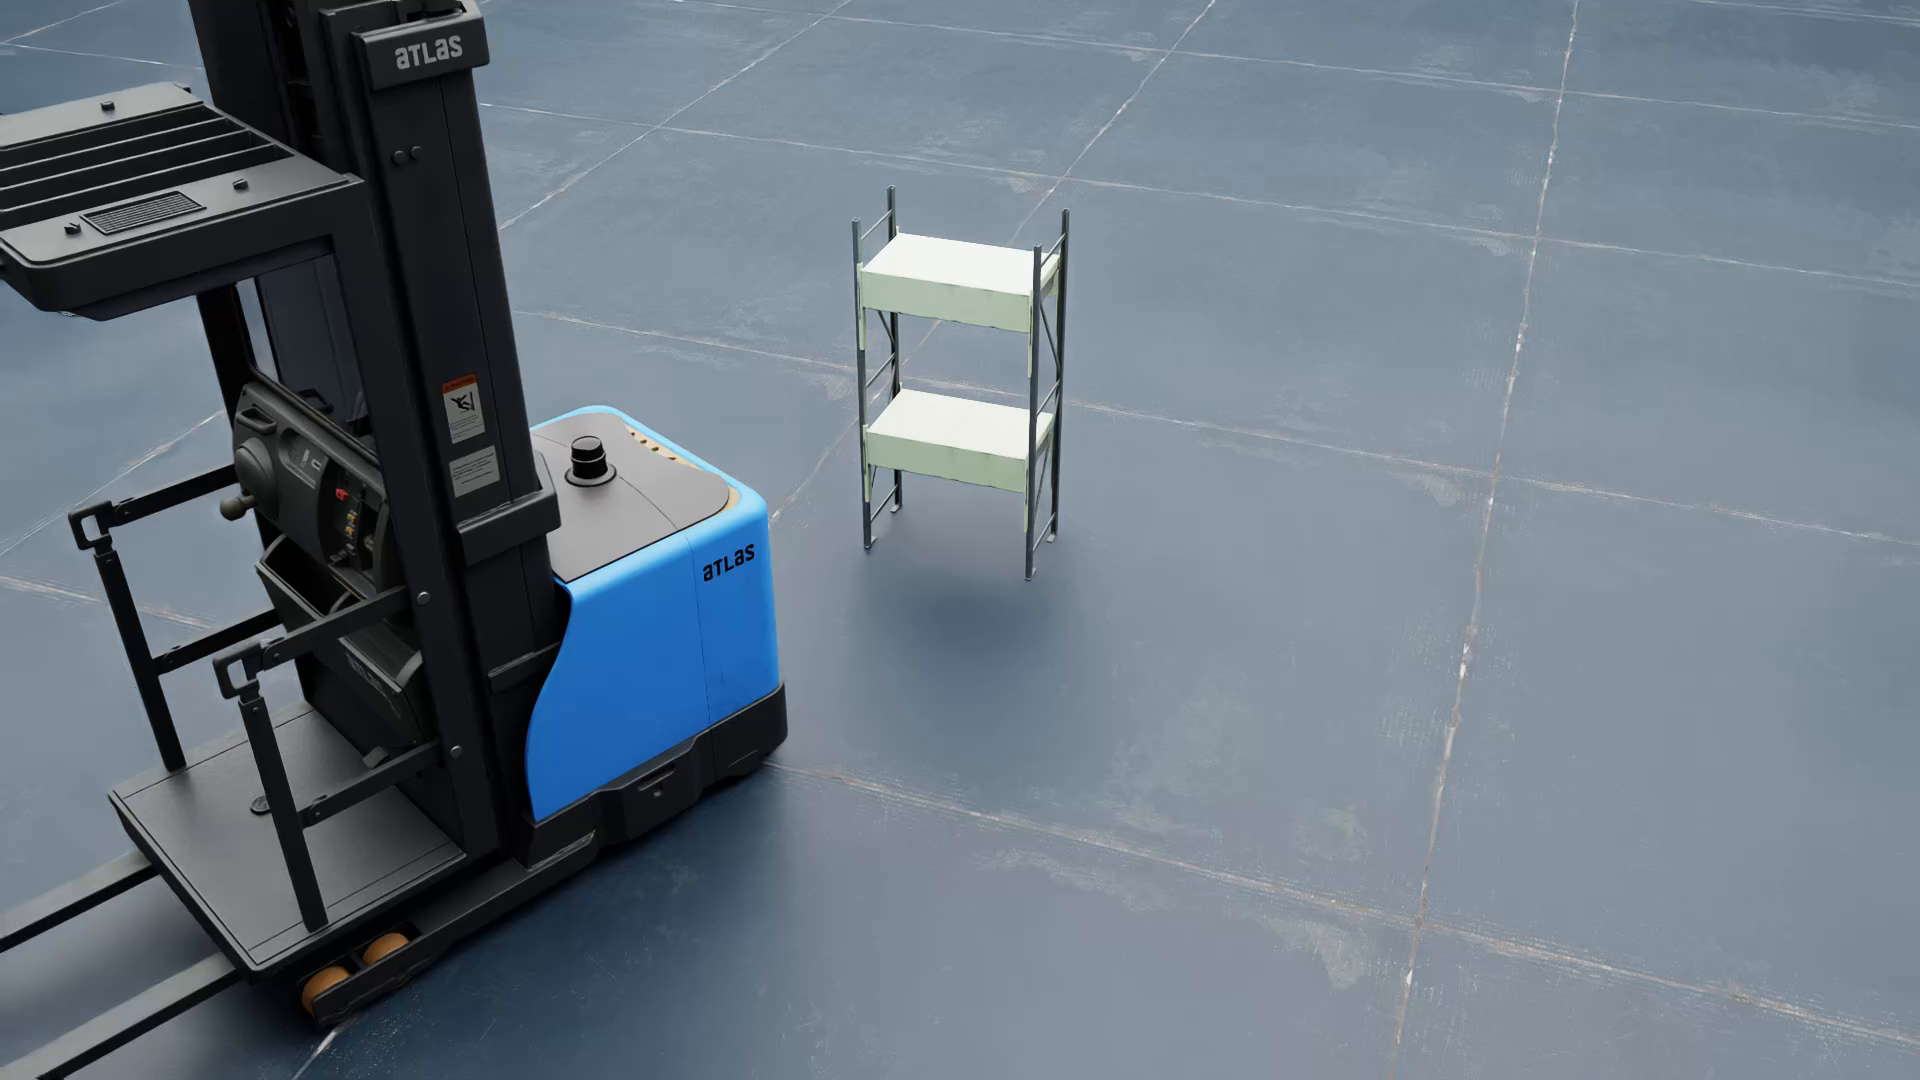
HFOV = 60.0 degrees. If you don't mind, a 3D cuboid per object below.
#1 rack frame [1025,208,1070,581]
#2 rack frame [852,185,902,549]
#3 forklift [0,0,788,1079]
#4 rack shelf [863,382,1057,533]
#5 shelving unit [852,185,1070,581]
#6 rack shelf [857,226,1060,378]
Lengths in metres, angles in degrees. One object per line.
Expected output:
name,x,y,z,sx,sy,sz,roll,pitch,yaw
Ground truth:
rack frame,0.351,-0.562,6.738,0.023,1.500,0.400,11,34,16
rack frame,-0.338,-0.696,6.945,0.023,1.500,0.400,11,34,16
forklift,-2.030,-0.098,4.699,3.031,2.935,1.130,-28,42,-36
rack shelf,0.006,-0.355,7.018,0.720,0.370,0.431,11,34,16
shelving unit,0.006,-0.629,6.841,0.755,1.500,0.431,11,34,16
rack shelf,0.006,-0.957,6.630,0.720,0.370,0.431,11,34,16
